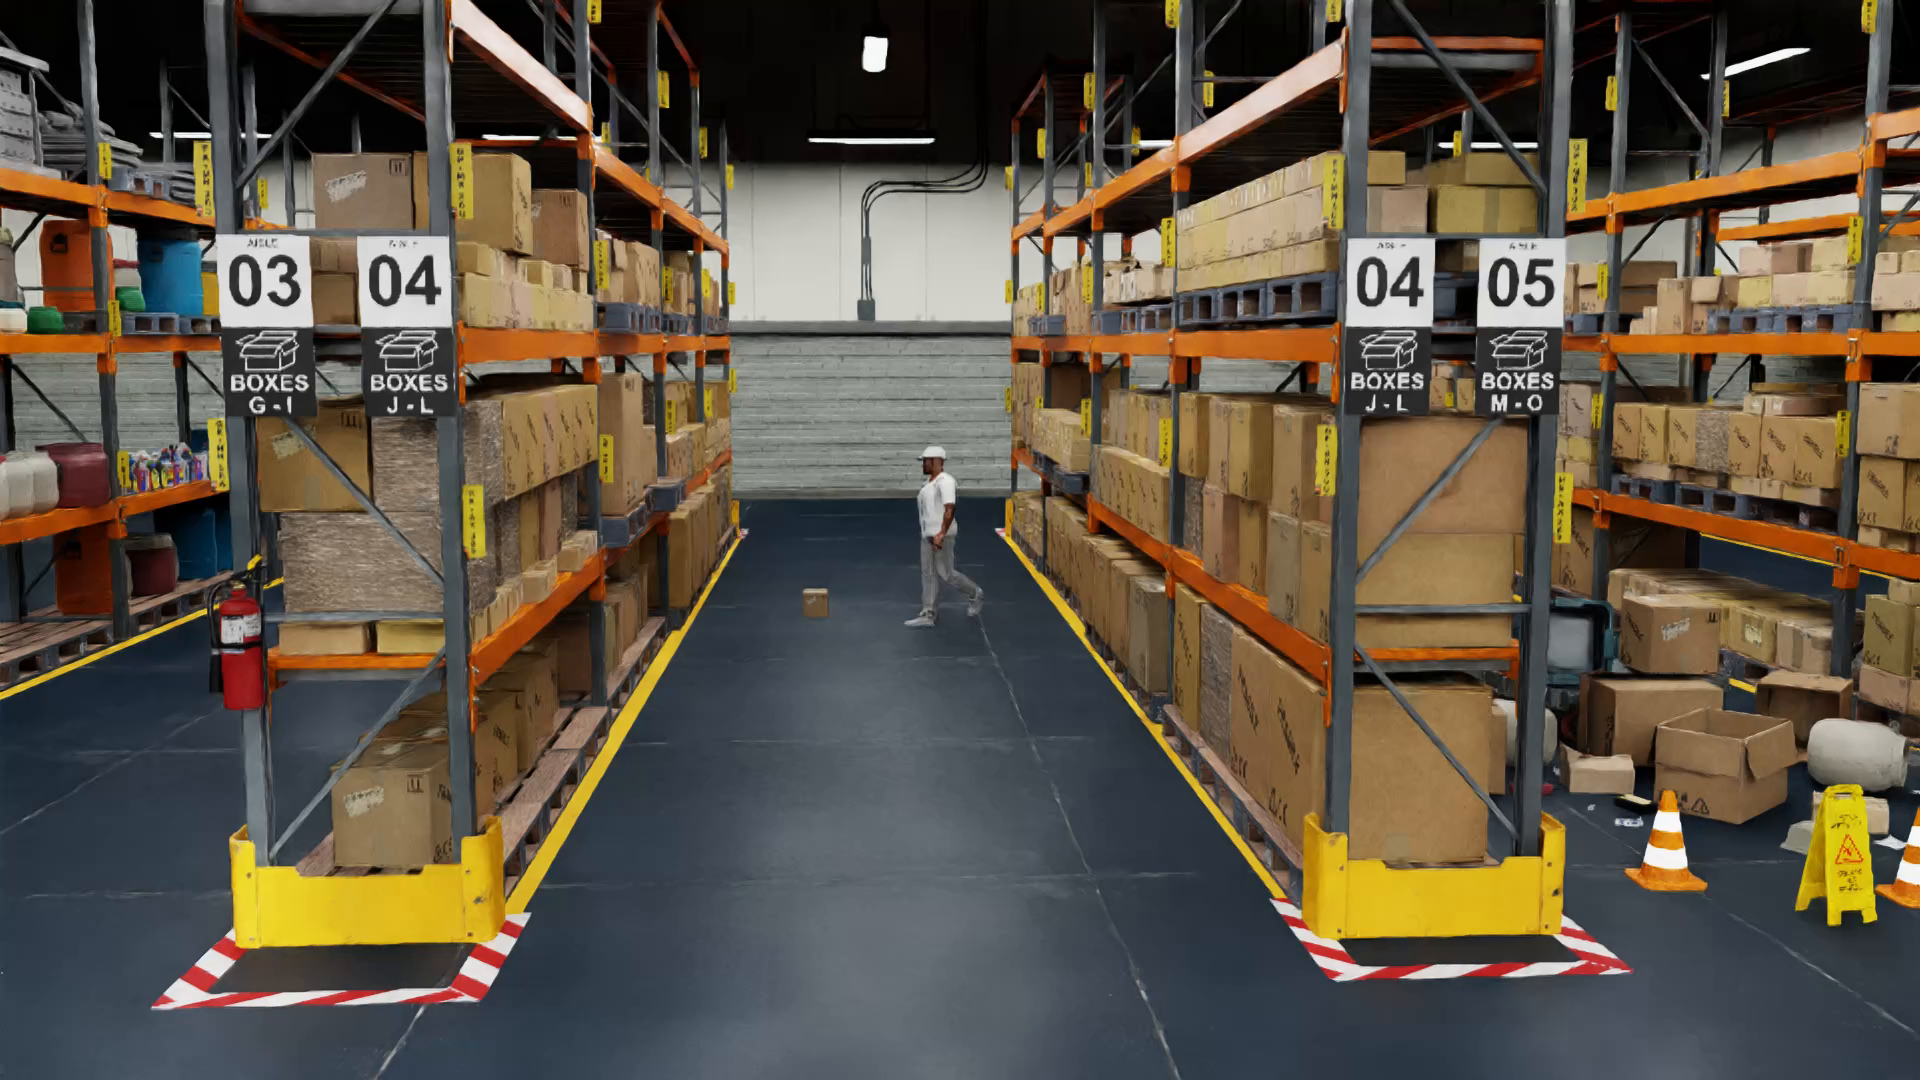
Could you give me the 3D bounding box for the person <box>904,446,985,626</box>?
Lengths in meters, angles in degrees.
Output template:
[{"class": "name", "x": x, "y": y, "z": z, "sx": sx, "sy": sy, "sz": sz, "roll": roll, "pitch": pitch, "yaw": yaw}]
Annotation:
[{"class": "person", "x": -0.188, "y": -0.050, "z": 16.213, "sx": 0.870, "sy": 1.731, "sz": 0.609, "roll": -3, "pitch": 8, "yaw": -26}]
